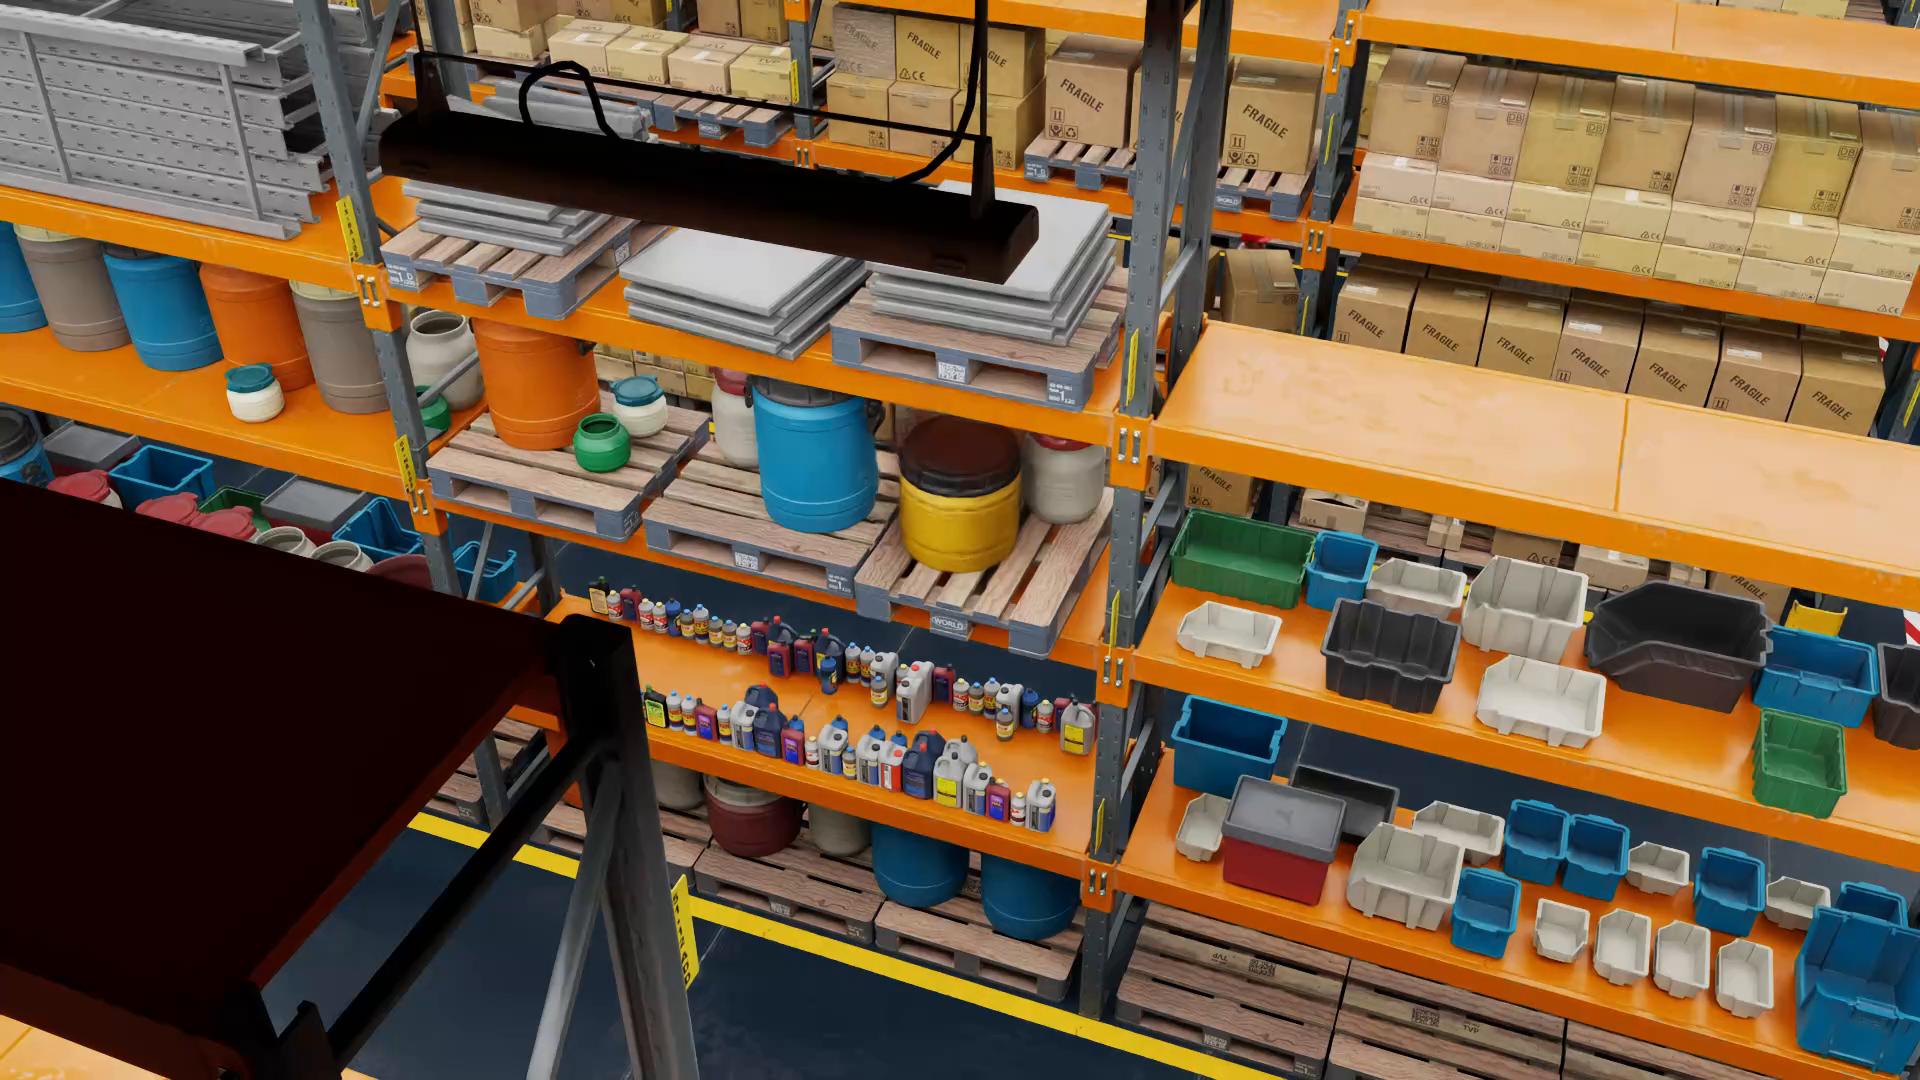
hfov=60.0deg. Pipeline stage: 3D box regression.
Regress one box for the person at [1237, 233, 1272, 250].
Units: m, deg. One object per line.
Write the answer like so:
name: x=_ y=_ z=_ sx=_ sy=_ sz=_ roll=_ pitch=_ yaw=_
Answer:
person: x=2.442 y=-2.010 z=14.597 sx=0.480 sy=1.785 sz=0.593 roll=14 pitch=39 yaw=19
